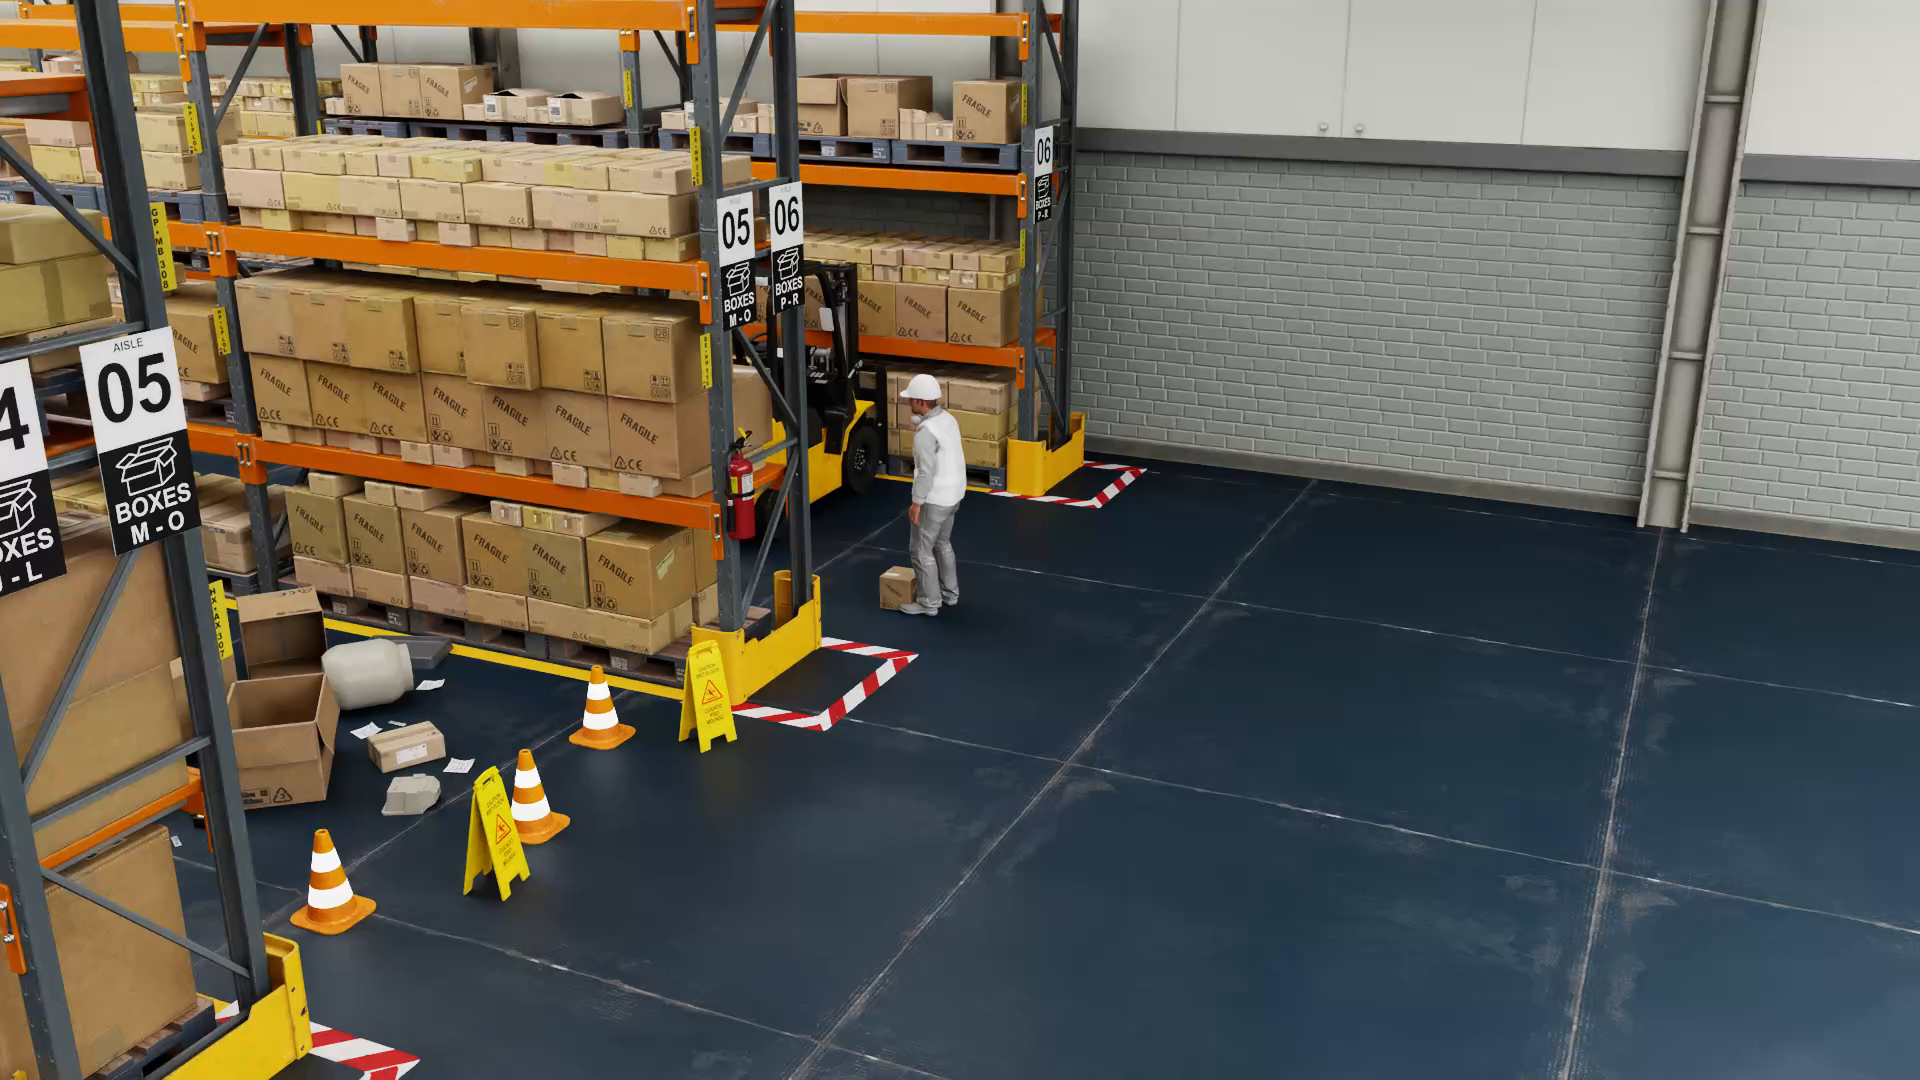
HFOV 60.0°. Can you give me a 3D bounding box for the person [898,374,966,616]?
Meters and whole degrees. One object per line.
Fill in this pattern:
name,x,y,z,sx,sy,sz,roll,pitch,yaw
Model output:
person,-0.198,-0.323,11.964,0.467,1.773,0.593,7,20,20
